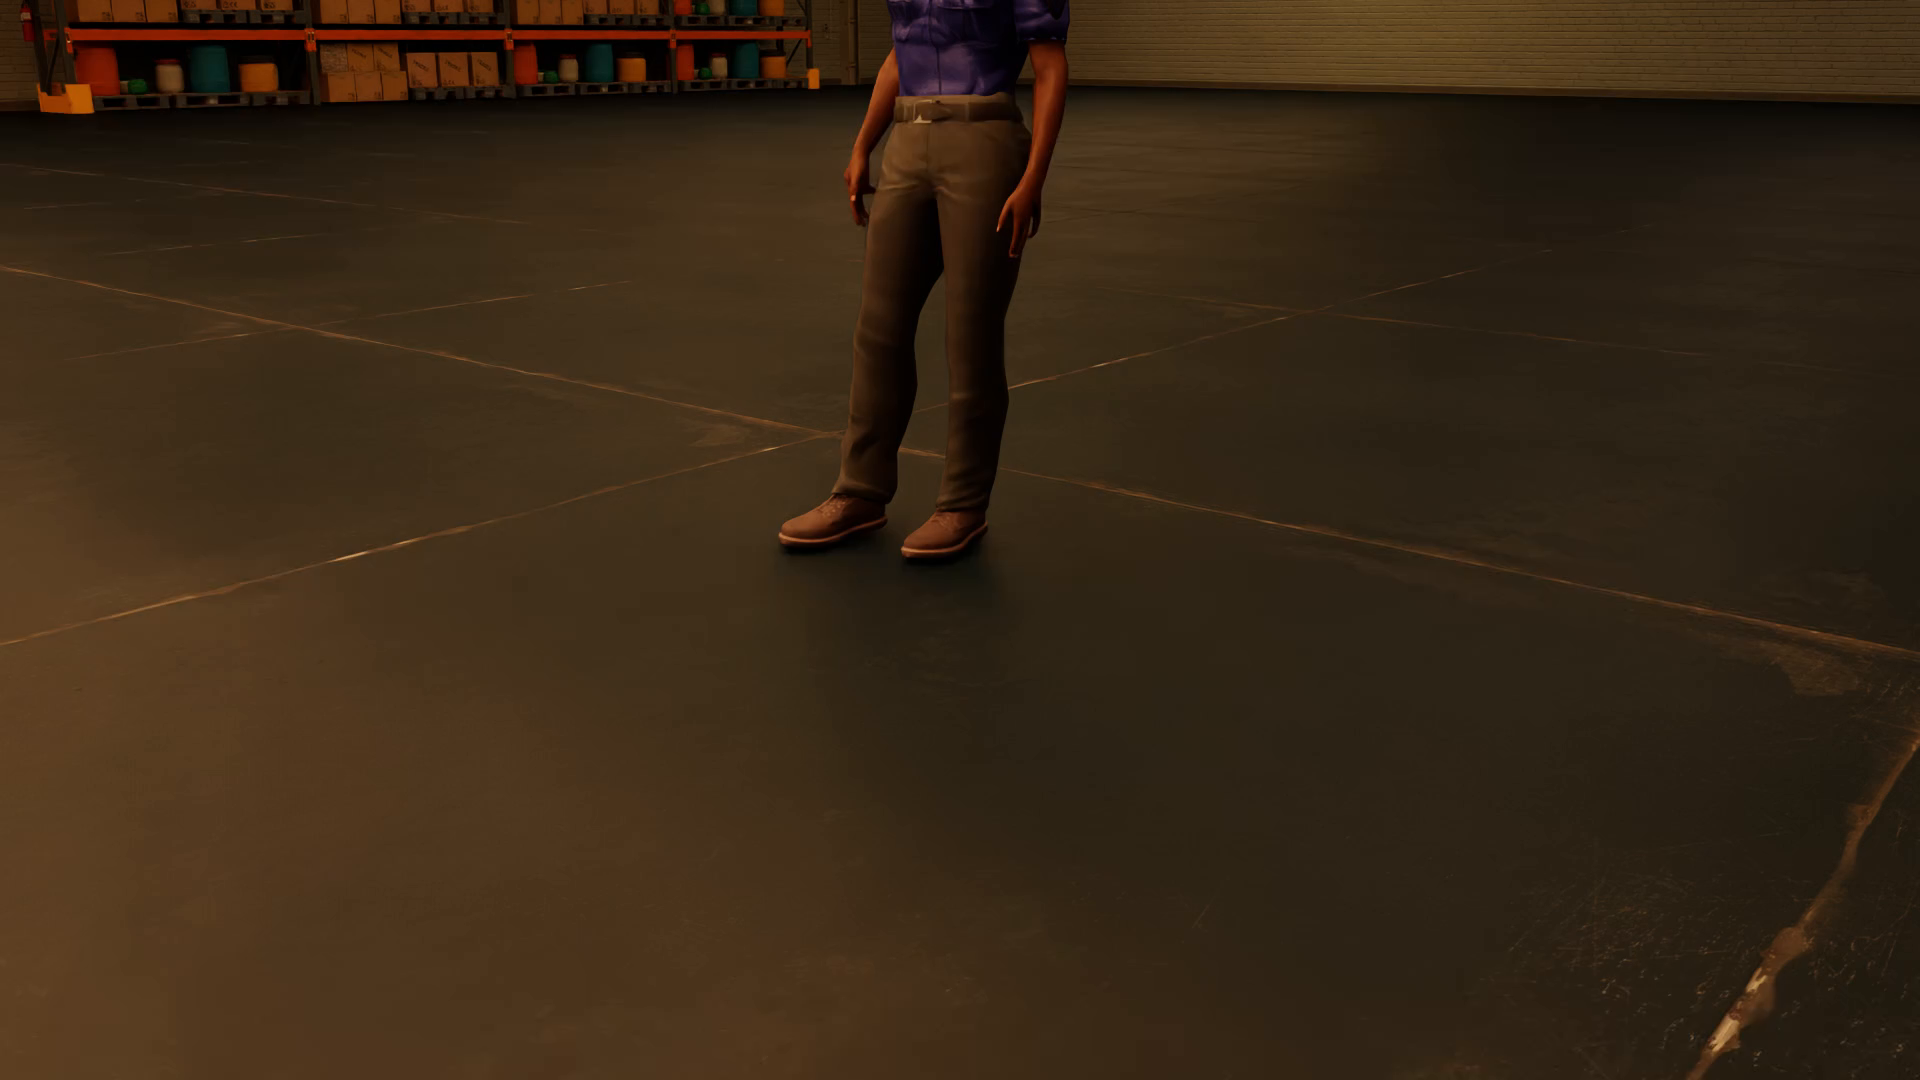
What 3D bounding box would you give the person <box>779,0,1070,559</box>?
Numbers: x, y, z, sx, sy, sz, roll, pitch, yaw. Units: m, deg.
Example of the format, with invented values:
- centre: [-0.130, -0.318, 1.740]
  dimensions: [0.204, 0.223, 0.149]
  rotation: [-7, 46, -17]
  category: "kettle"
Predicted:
- centre: [-0.071, -0.783, 3.647]
  dimensions: [0.569, 1.656, 0.503]
  rotation: [13, 21, 37]
  category: "person"
